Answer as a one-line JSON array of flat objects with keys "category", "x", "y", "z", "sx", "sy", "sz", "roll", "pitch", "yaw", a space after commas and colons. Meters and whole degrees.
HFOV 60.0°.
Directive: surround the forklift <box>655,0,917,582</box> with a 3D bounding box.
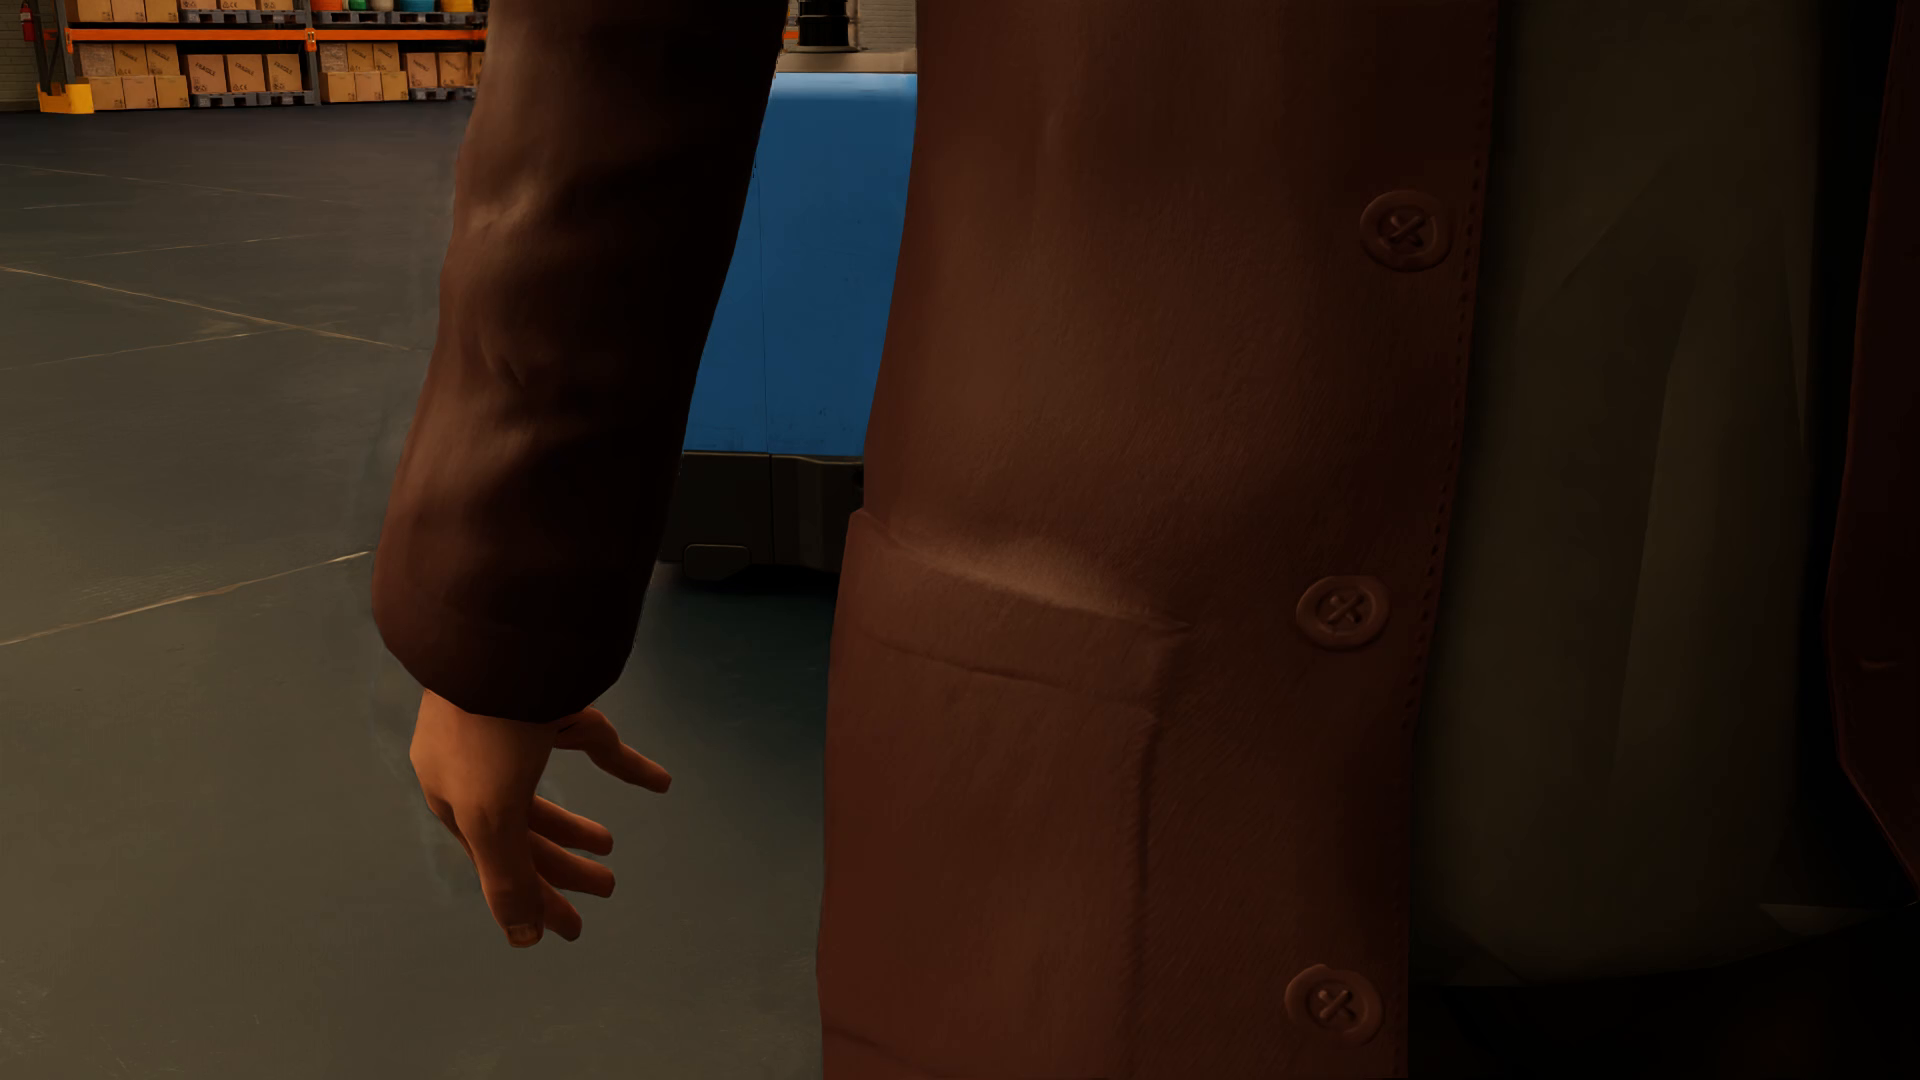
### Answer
[{"category": "forklift", "x": 0.803, "y": -1.386, "z": 3.463, "sx": 3.031, "sy": 2.935, "sz": 1.130, "roll": 2, "pitch": 17, "yaw": 7}]
